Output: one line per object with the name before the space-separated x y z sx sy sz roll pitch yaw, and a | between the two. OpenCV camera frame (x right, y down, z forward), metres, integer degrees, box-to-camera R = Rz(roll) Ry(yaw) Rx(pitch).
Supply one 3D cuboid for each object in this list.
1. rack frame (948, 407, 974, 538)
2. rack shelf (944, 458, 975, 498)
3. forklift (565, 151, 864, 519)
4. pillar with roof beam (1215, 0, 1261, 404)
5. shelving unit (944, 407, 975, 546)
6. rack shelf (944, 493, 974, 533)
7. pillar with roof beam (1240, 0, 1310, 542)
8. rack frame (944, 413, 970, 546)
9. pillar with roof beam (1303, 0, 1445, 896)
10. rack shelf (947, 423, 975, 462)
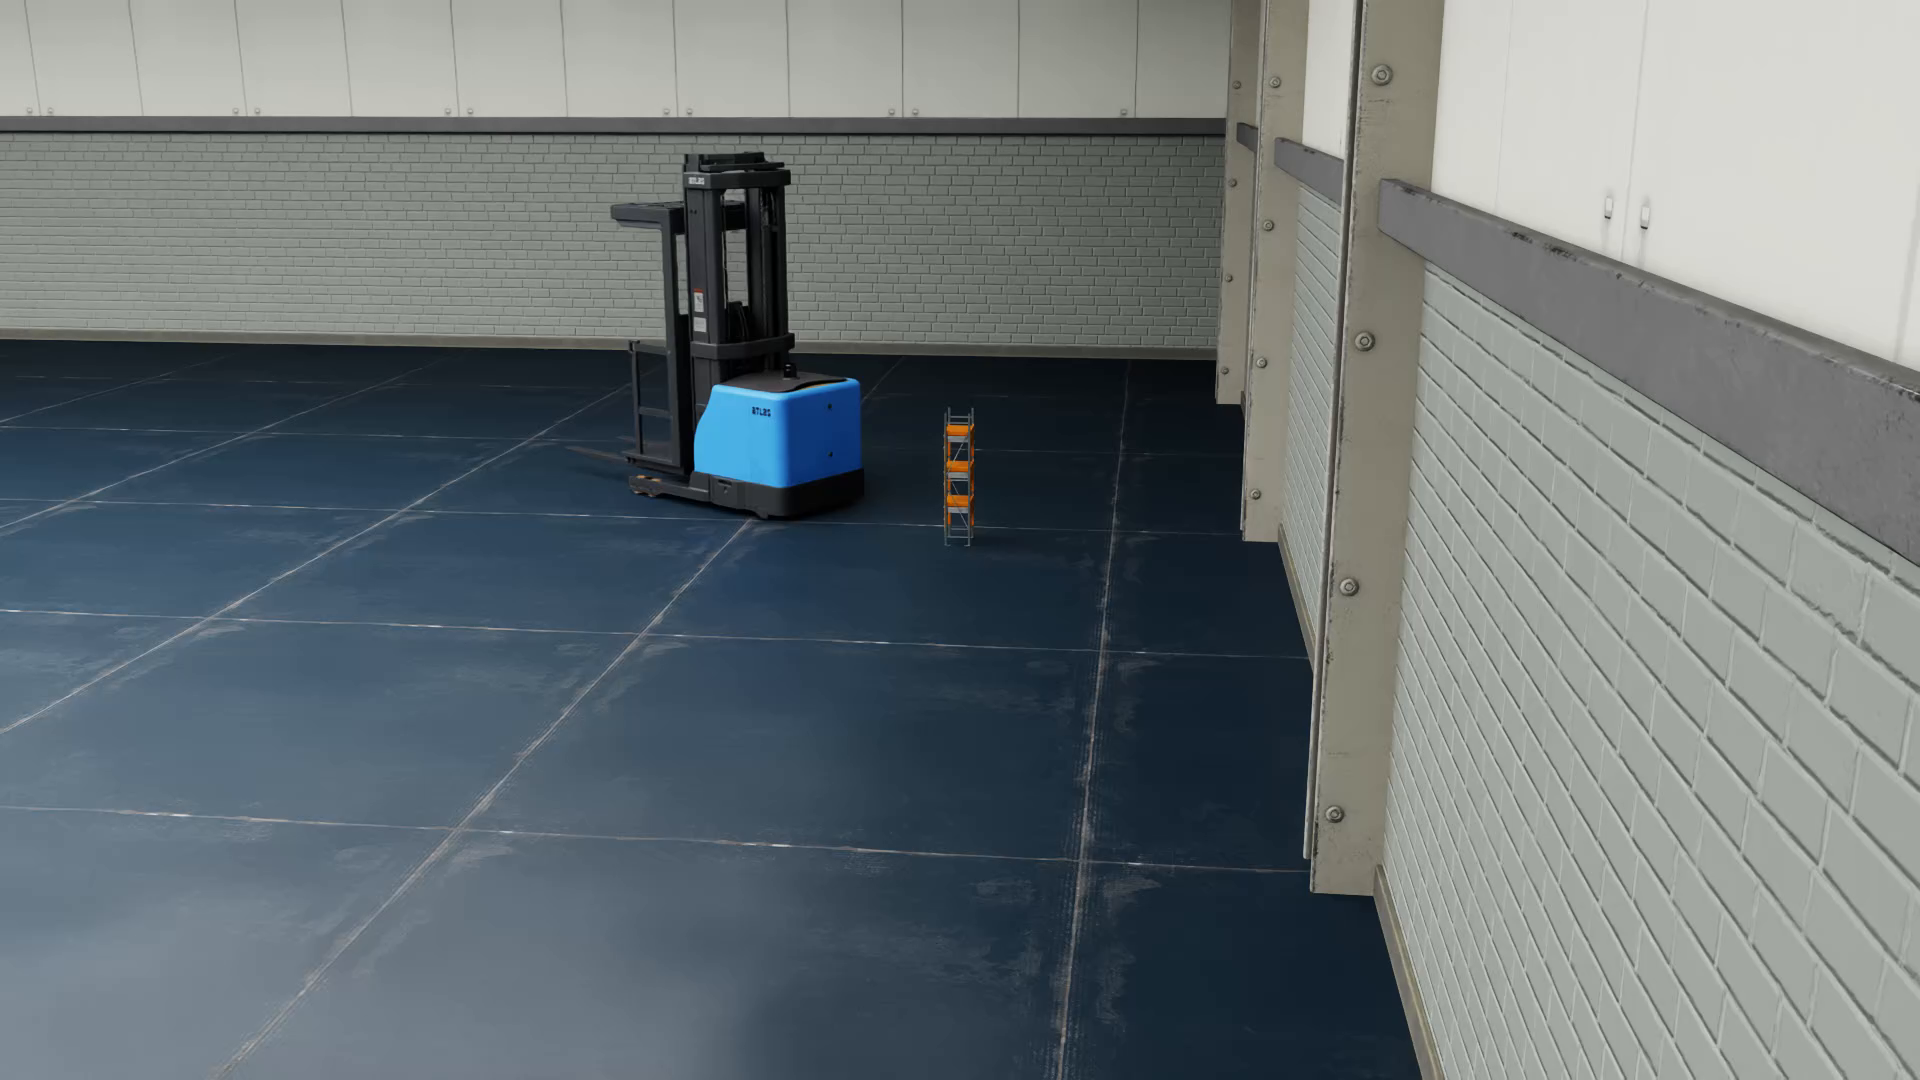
rack frame | 0.008 -0.525 13.091 0.200 1.050 0.008 2 15 6
rack shelf | -0.006 -0.483 12.976 0.215 0.259 0.240 2 15 6
forklift | -2.291 -1.881 14.504 3.031 2.935 1.130 12 19 37
pillar with roof beam | -1.191 -6.066 18.356 9.100 9.000 0.400 2 15 6
shelving unit | -0.006 -0.493 12.974 0.215 1.050 0.252 2 15 6
rack shelf | -0.006 -0.214 13.049 0.215 0.259 0.240 2 15 6
pillar with roof beam | -1.868 -4.510 12.601 9.100 9.000 0.400 2 15 6
rack frame | -0.020 -0.461 12.857 0.200 1.050 0.008 2 15 6
pillar with roof beam | -2.545 -2.954 6.846 9.100 9.000 0.400 2 15 6
rack shelf | -0.006 -0.757 12.902 0.215 0.259 0.240 2 15 6
